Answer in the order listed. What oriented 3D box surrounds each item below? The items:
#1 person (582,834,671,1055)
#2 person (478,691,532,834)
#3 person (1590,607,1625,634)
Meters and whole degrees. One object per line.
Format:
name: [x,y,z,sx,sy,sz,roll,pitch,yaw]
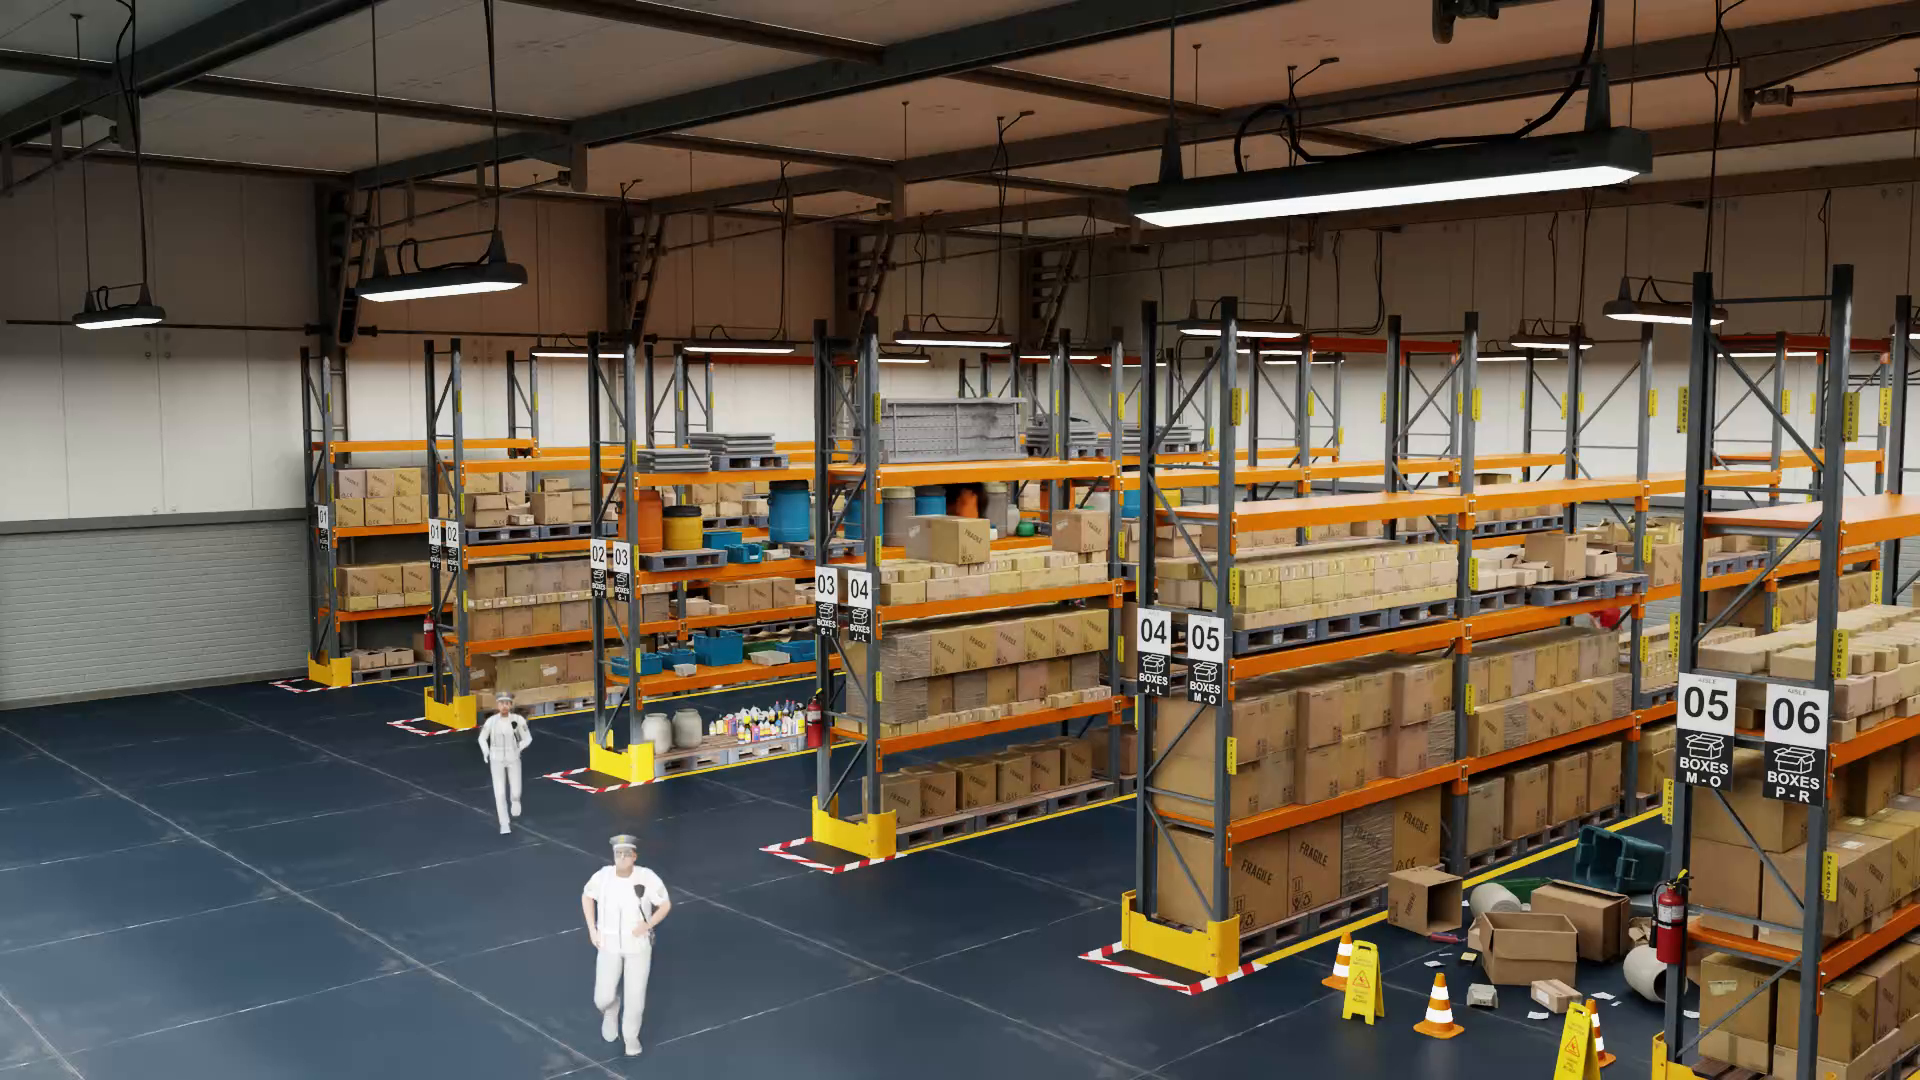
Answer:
person: [-2.612,3.154,12.946,0.710,1.750,0.563,0,5,-3]
person: [-5.395,2.604,19.725,0.620,1.652,0.668,-1,5,-12]
person: [11.688,1.700,29.951,0.687,1.687,0.563,-2,5,-23]
